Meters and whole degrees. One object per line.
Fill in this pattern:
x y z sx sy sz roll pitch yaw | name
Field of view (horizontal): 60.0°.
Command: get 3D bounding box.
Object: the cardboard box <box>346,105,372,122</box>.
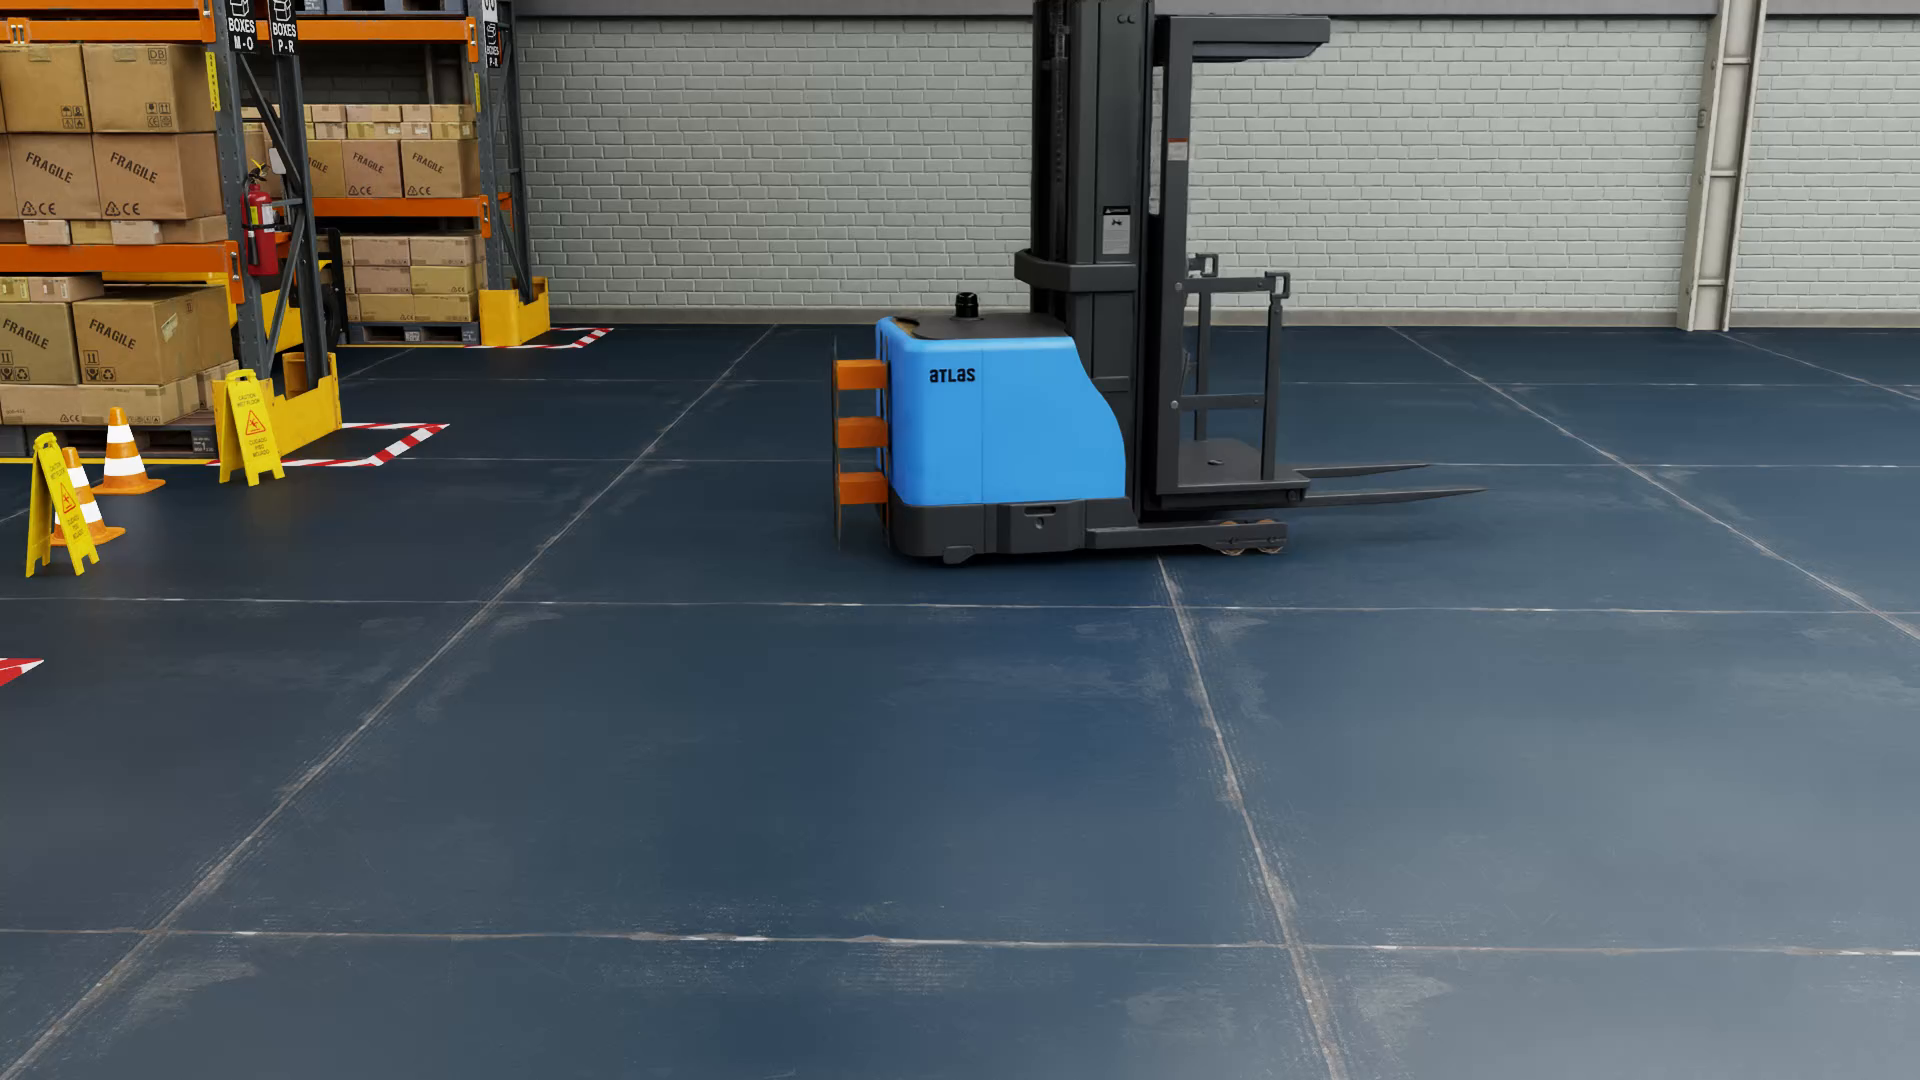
-5.270 -3.801 14.818 0.250 0.149 0.380 0 15 2 | cardboard box

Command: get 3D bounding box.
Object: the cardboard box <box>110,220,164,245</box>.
-4.909 -1.872 10.047 0.250 0.149 0.380 0 15 1 | cardboard box

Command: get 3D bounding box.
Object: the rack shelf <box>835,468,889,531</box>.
-0.486 -0.202 8.177 0.240 0.259 0.215 -3 15 -11 | rack shelf

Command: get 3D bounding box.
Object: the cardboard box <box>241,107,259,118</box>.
-6.298 -3.807 14.838 0.250 0.149 0.380 0 15 2 | cardboard box

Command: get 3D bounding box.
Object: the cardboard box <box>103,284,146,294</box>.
-5.619 -1.386 10.811 0.500 0.500 0.500 0 15 -1 | cardboard box

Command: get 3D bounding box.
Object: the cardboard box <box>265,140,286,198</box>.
-6.182 -3.332 14.893 0.500 0.500 0.500 0 15 2 | cardboard box

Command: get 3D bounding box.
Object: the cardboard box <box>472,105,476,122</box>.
-4.480 -3.900 15.193 0.250 0.149 0.380 0 15 0 | cardboard box

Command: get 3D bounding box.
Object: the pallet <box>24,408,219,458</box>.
-5.160 -0.739 10.726 1.213 0.211 1.003 0 15 1 | pallet

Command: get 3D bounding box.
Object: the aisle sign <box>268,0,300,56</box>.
-4.203 -3.408 10.280 0.004 0.787 0.394 0 15 1 | aisle sign

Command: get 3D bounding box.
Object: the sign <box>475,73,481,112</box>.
-4.178 -3.874 14.410 0.005 0.325 0.100 0 15 1 | sign

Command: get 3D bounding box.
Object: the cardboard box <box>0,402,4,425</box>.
-6.129 -0.890 10.399 0.500 0.250 0.500 0 15 -1 | cardboard box

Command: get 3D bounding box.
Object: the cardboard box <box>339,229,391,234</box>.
-5.625 -2.755 15.508 0.500 0.250 0.500 0 15 1 | cardboard box

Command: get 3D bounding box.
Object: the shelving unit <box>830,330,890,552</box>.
-0.486 -0.481 8.104 0.252 1.050 0.215 -3 15 -11 | shelving unit

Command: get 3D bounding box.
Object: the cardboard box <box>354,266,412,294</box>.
-5.146 -2.383 15.078 0.500 0.250 0.500 0 15 1 | cardboard box

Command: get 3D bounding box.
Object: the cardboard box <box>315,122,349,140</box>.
-5.534 -3.636 14.775 0.250 0.149 0.380 0 15 0 | cardboard box

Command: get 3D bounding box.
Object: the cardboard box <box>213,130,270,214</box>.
-4.740 -2.338 10.543 0.500 0.500 0.500 0 15 1 | cardboard box

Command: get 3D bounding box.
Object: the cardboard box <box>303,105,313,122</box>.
-5.792 -3.775 14.718 0.250 0.149 0.380 1 15 3 | cardboard box

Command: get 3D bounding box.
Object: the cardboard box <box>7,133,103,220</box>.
-5.323 -2.202 10.027 0.500 0.500 0.500 0 15 2 | cardboard box

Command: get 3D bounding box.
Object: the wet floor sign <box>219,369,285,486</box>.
-4.111 -0.660 9.575 0.232 0.644 0.267 6 16 21 | wet floor sign

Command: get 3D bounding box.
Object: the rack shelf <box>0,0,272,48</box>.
-6.273 -3.188 10.072 4.000 0.370 1.077 0 15 1 | rack shelf

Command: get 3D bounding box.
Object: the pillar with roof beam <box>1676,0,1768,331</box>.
7.063 -5.297 10.777 0.400 9.000 9.100 0 15 1 | pillar with roof beam

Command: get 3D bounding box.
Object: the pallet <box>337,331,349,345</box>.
-6.132 -1.993 15.479 1.213 0.211 1.003 0 15 1 | pallet

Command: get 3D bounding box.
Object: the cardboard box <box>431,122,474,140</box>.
-4.504 -3.631 14.754 0.250 0.149 0.380 1 15 2 | cardboard box

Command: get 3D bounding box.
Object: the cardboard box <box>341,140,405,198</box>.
-5.167 -3.328 14.879 0.500 0.500 0.500 1 15 3 | cardboard box

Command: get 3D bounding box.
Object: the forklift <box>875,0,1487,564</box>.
1.129 -1.469 8.164 3.031 2.935 1.130 -3 15 -11 | forklift

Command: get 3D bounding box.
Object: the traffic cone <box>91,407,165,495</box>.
-4.736 -0.519 9.401 0.334 0.463 0.336 0 15 1 | traffic cone

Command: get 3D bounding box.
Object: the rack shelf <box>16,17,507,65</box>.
-6.149 -4.454 14.870 4.000 0.370 1.077 0 15 1 | rack shelf

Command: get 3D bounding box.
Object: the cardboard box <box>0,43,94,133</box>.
-5.295 -2.701 9.957 0.500 0.500 0.700 1 15 2 | cardboard box

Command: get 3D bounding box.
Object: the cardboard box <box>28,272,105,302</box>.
-5.449 -1.546 10.145 0.250 0.149 0.380 1 15 3 | cardboard box

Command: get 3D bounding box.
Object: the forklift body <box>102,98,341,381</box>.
-6.092 -2.475 13.504 1.214 2.155 2.313 0 15 1 | forklift body

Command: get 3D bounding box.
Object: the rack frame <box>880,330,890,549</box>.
-0.367 -0.487 8.126 0.008 1.050 0.200 -3 15 -11 | rack frame

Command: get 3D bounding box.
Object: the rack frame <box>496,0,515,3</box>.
-4.150 -6.239 14.347 0.127 3.000 1.000 0 15 1 | rack frame

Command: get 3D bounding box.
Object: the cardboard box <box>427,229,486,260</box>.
-4.626 -2.746 15.476 0.500 0.250 0.500 0 15 1 | cardboard box

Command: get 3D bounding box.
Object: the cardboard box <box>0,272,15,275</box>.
-5.964 -1.550 10.162 0.250 0.149 0.380 1 15 4 | cardboard box

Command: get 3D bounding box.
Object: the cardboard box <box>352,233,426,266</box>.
-5.129 -2.620 14.998 0.500 0.250 0.500 1 15 2 | cardboard box

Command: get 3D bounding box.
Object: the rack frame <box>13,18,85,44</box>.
-8.149 -3.364 15.211 0.127 3.000 1.000 0 15 1 | rack frame

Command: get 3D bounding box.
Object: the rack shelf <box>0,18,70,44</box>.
-10.148 -4.480 14.969 4.000 0.370 1.077 0 15 1 | rack shelf

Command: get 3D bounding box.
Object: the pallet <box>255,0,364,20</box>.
-6.079 -4.764 14.810 1.213 0.211 1.003 0 15 1 | pallet

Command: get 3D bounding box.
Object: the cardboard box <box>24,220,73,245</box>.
-5.422 -1.873 10.052 0.250 0.149 0.380 1 15 2 | cardboard box

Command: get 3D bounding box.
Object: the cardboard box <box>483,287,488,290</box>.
-4.636 -2.265 15.610 0.500 0.250 0.500 0 15 2 | cardboard box

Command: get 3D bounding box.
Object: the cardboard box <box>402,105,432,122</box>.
-4.761 -3.786 14.760 0.250 0.149 0.380 0 15 2 | cardboard box

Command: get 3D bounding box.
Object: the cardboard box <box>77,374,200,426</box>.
-5.112 -0.882 10.372 0.500 0.250 0.500 0 15 1 | cardboard box

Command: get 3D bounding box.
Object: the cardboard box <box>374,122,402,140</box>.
-5.018 -3.642 14.797 0.250 0.149 0.380 1 15 2 | cardboard box

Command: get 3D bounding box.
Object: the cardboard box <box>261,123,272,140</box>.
-6.034 -3.658 14.855 0.250 0.149 0.380 0 15 1 | cardboard box

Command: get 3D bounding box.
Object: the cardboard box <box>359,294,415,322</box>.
-5.125 -2.140 15.137 0.500 0.250 0.500 0 15 1 | cardboard box

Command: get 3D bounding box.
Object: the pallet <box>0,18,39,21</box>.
-9.031 -4.724 14.862 1.217 0.209 0.805 0 15 -1 | pallet

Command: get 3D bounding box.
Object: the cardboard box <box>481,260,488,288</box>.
-4.615 -2.509 15.558 0.500 0.250 0.500 1 15 2 | cardboard box

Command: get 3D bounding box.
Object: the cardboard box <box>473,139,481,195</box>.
-4.638 -3.460 15.380 0.500 0.500 0.500 1 15 3 | cardboard box

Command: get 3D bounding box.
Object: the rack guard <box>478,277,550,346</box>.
-4.126 -2.129 15.430 0.348 0.500 1.175 0 15 1 | rack guard

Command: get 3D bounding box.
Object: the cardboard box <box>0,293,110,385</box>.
-5.603 -1.250 10.293 0.500 0.500 0.500 1 15 4 | cardboard box
